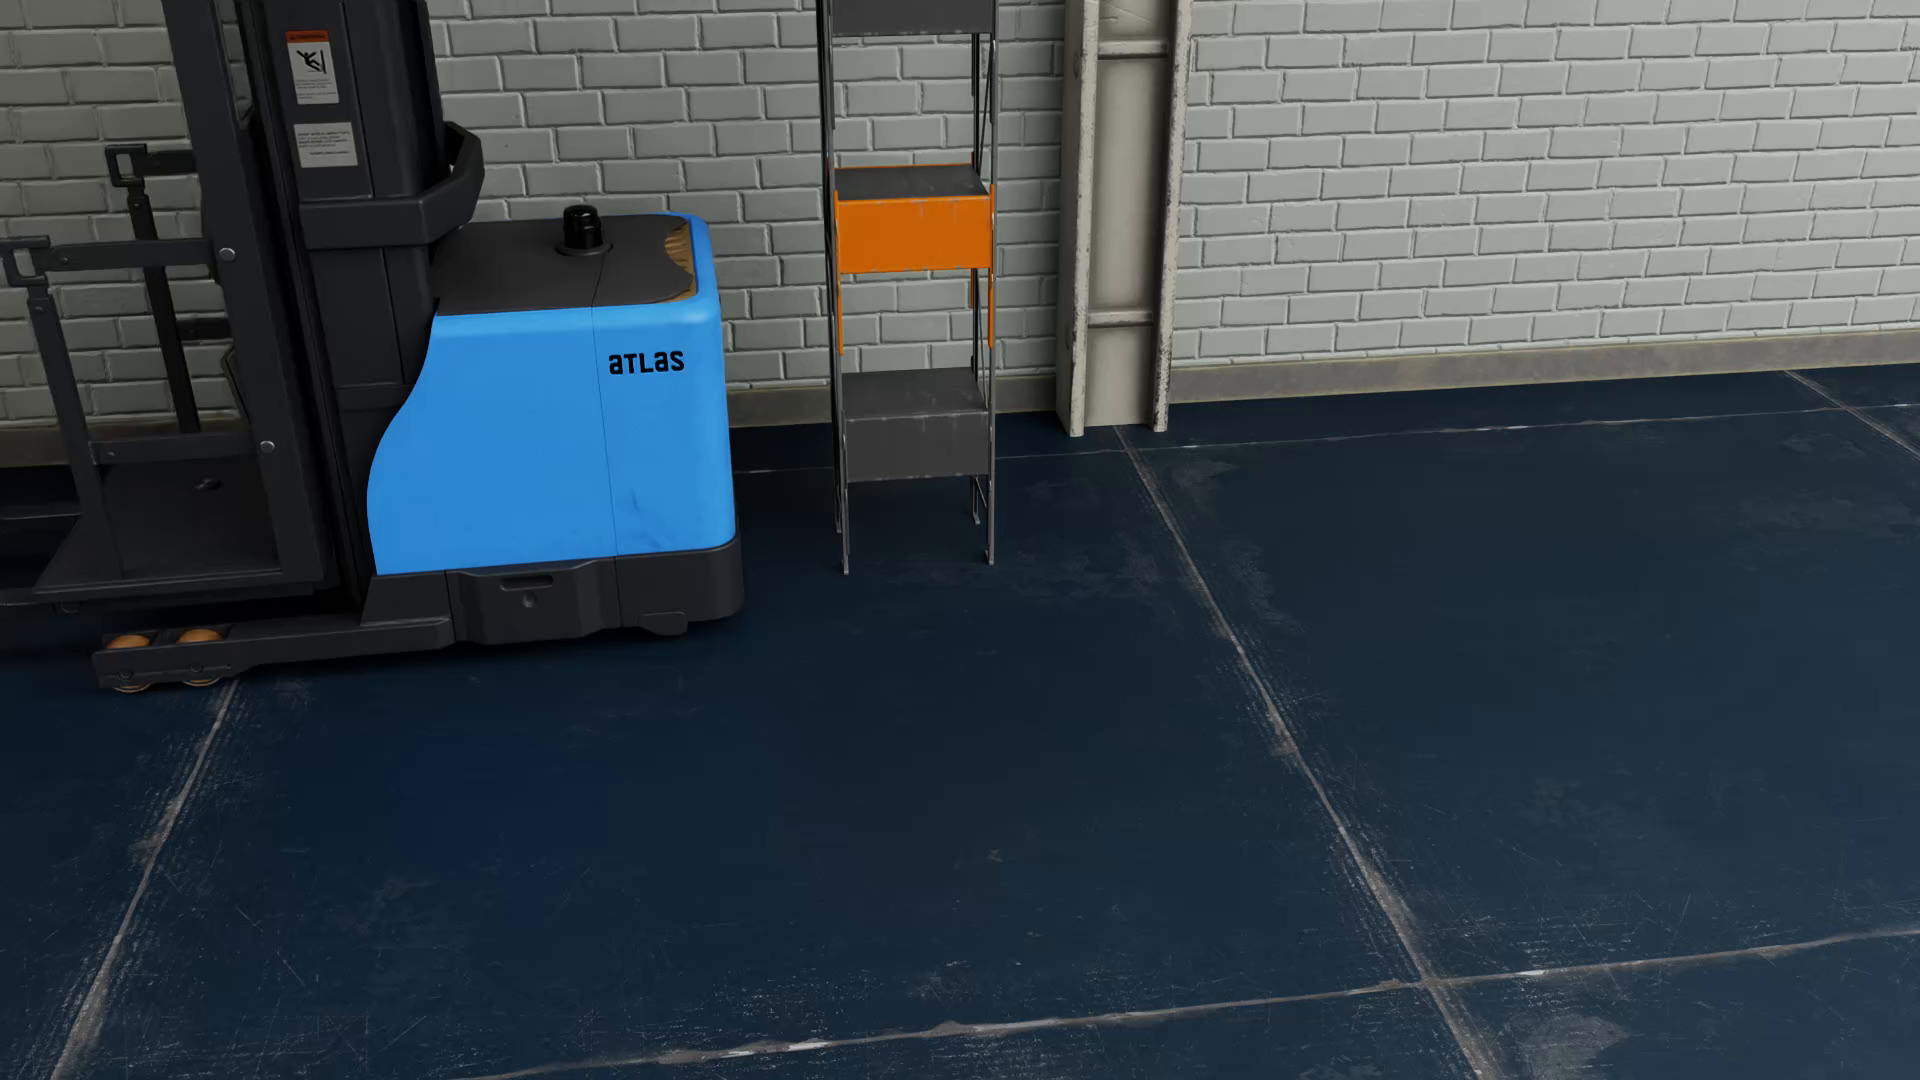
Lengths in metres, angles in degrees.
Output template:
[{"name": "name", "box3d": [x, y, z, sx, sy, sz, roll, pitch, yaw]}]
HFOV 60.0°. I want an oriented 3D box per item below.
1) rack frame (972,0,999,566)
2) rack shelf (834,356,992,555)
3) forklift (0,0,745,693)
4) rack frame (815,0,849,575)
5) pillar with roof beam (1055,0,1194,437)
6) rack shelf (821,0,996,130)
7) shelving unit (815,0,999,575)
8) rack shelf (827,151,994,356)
[{"name": "rack frame", "box3d": [0.078, -0.939, 5.280, 0.015, 2.100, 0.400, -4, 27, -7]}, {"name": "rack shelf", "box3d": [-0.164, -0.289, 5.576, 0.480, 0.518, 0.431, -4, 27, -7]}, {"name": "forklift", "box3d": [-2.242, -1.118, 4.717, 3.031, 2.935, 1.130, -5, 28, -9]}, {"name": "rack frame", "box3d": [-0.406, -0.908, 5.220, 0.015, 2.100, 0.400, -4, 27, -7]}, {"name": "pillar with roof beam", "box3d": [1.204, -2.547, 0.856, 0.400, 9.000, 9.100, -4, 27, -7]}, {"name": "rack shelf", "box3d": [-0.164, -1.534, 4.937, 0.480, 0.518, 0.431, -4, 27, -7]}, {"name": "shelving unit", "box3d": [-0.164, -0.924, 5.250, 0.503, 2.100, 0.431, -4, 27, -7]}, {"name": "rack shelf", "box3d": [-0.164, -0.912, 5.256, 0.480, 0.518, 0.431, -4, 27, -7]}]
